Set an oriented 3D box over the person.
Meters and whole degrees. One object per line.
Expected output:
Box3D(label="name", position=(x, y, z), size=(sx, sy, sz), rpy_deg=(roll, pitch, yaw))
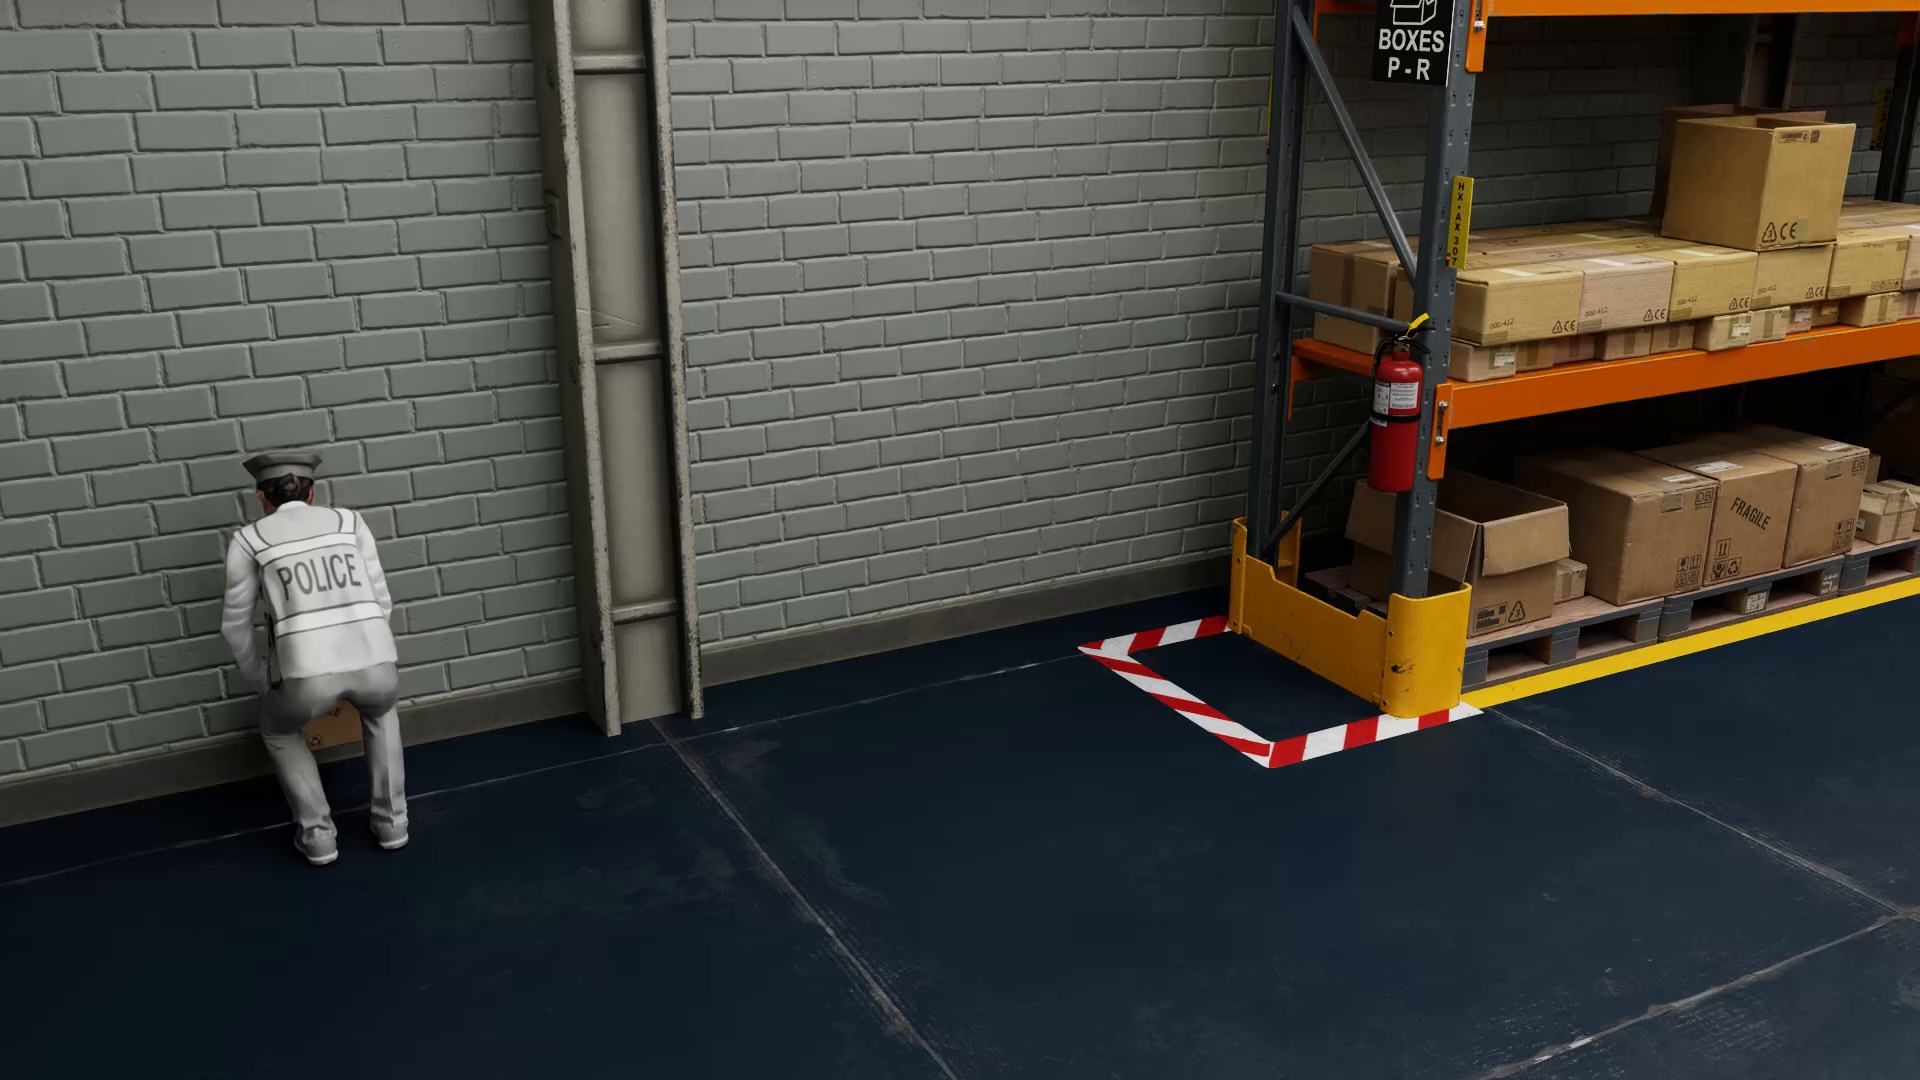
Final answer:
Box3D(label="person", position=(-2.116, 0.386, 5.463), size=(0.534, 1.322, 0.737), rpy_deg=(-9, 21, -26))
